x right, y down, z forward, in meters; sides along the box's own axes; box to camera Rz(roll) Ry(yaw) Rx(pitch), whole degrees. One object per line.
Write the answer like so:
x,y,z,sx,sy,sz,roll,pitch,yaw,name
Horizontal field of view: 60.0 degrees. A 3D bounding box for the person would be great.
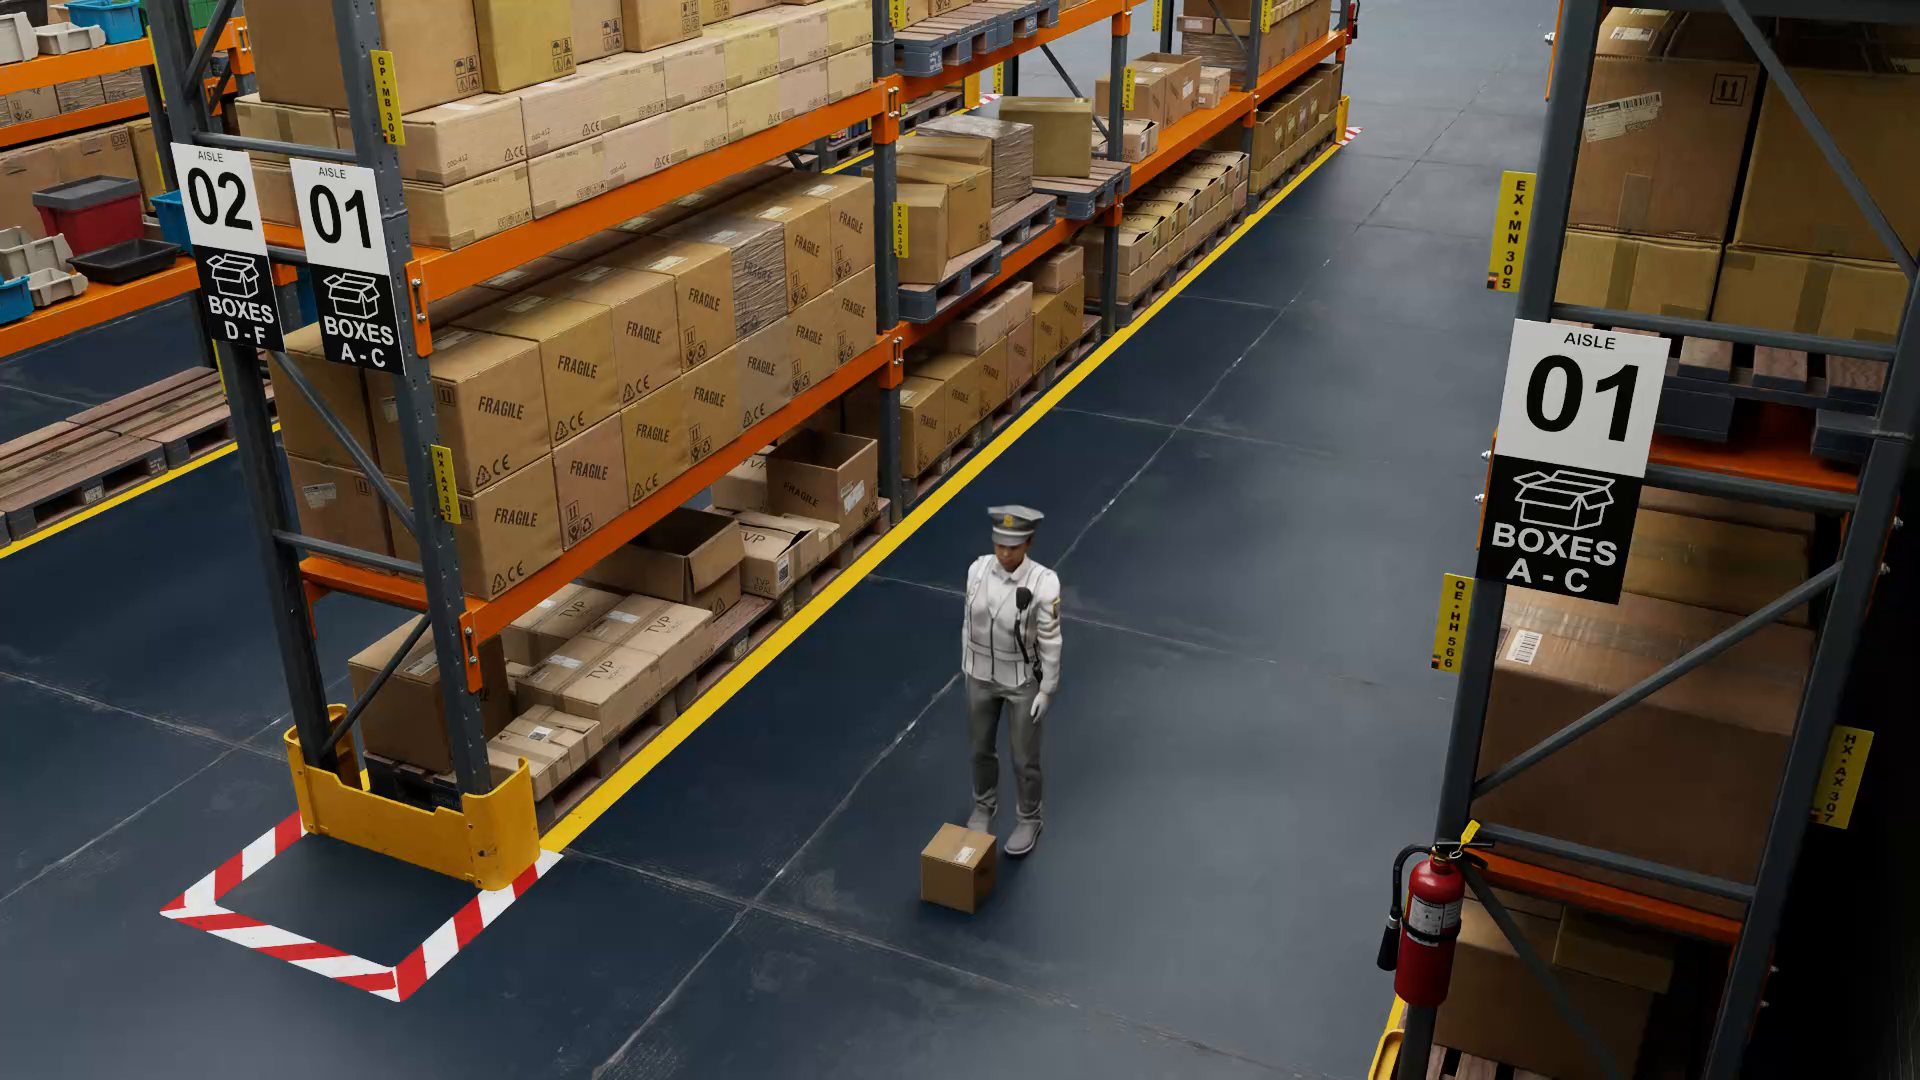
0.214,0.623,7.355,0.466,1.696,0.342,12,29,23,person
